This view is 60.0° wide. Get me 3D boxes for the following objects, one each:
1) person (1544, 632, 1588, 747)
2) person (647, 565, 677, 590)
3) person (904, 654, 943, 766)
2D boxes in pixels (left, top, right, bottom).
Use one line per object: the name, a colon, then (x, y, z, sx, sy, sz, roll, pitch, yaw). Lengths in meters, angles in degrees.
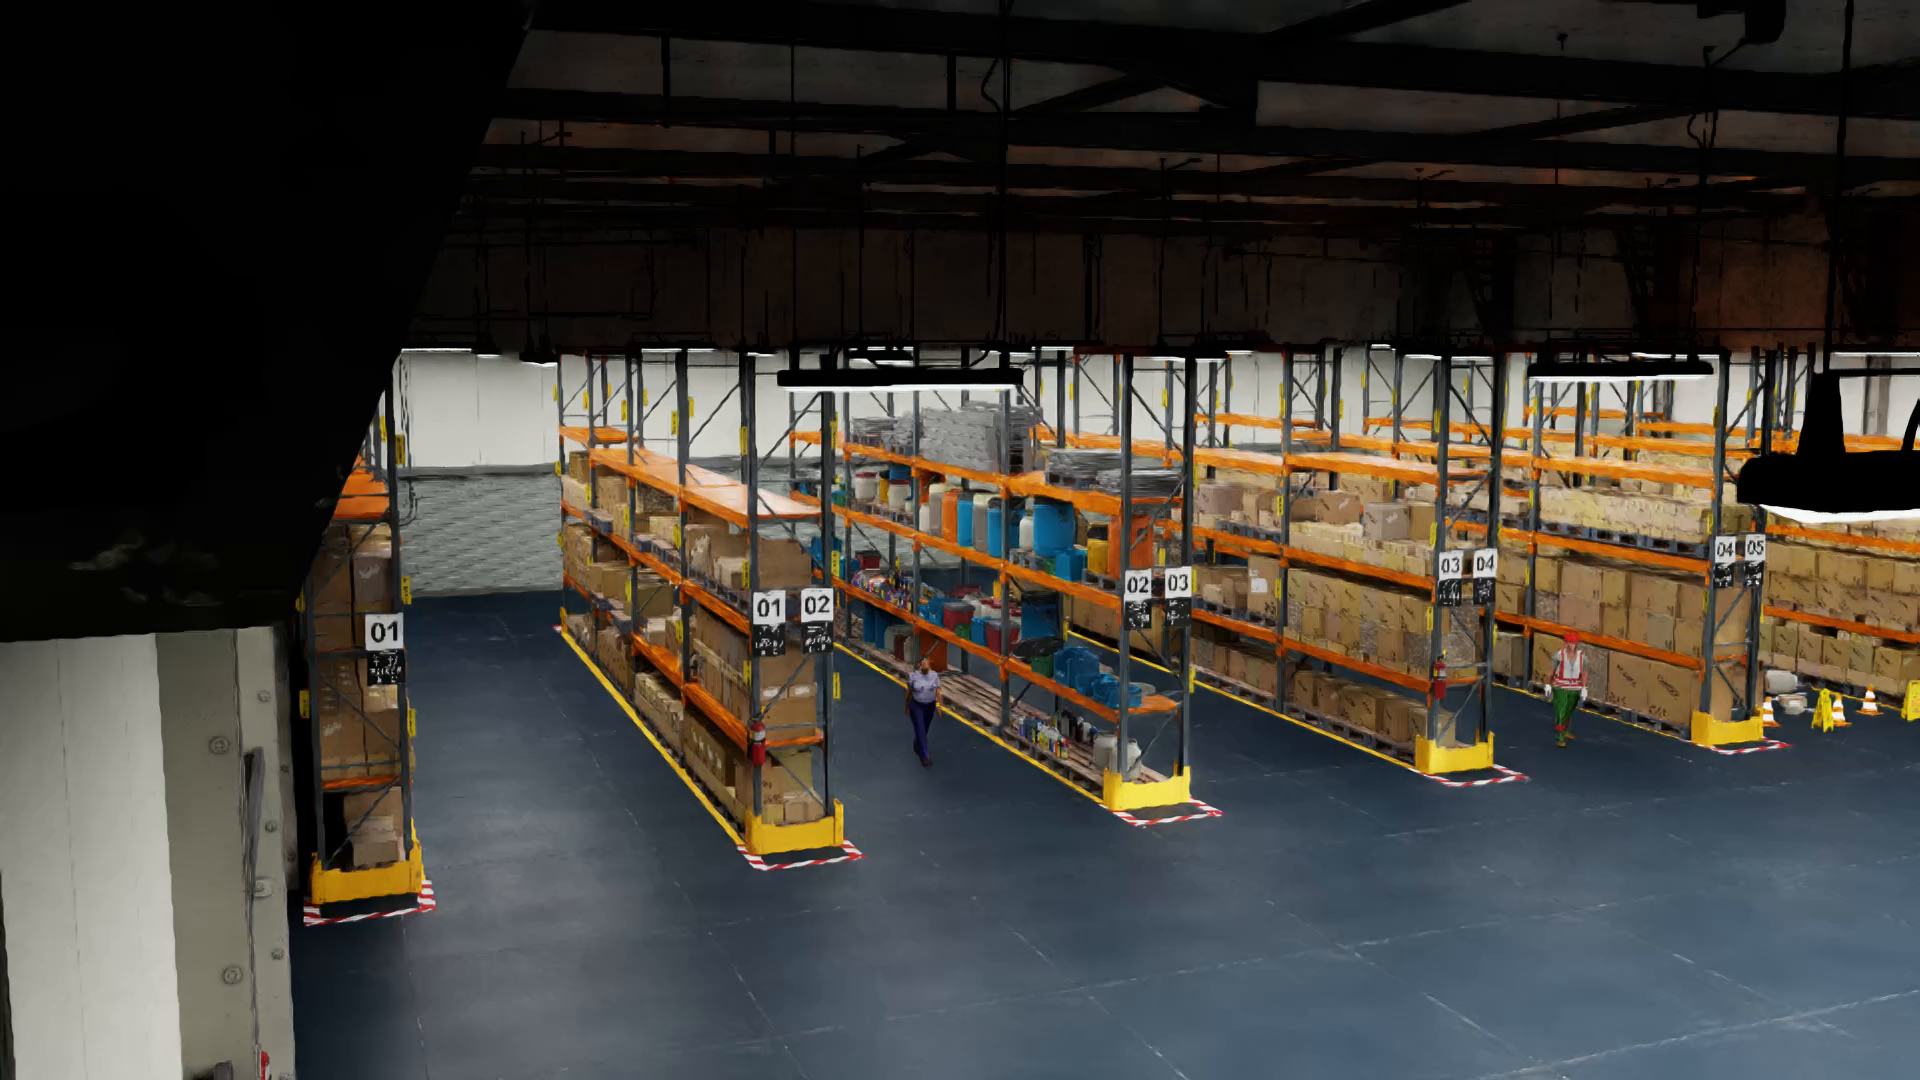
person: (9.263, 2.258, 25.337, 0.593, 1.744, 0.961, 0, 7, 2)
person: (-6.376, 0.960, 35.608, 0.702, 1.735, 0.549, -3, 8, -24)
person: (-0.516, 2.449, 24.386, 0.491, 1.590, 1.001, -3, 8, -23)
